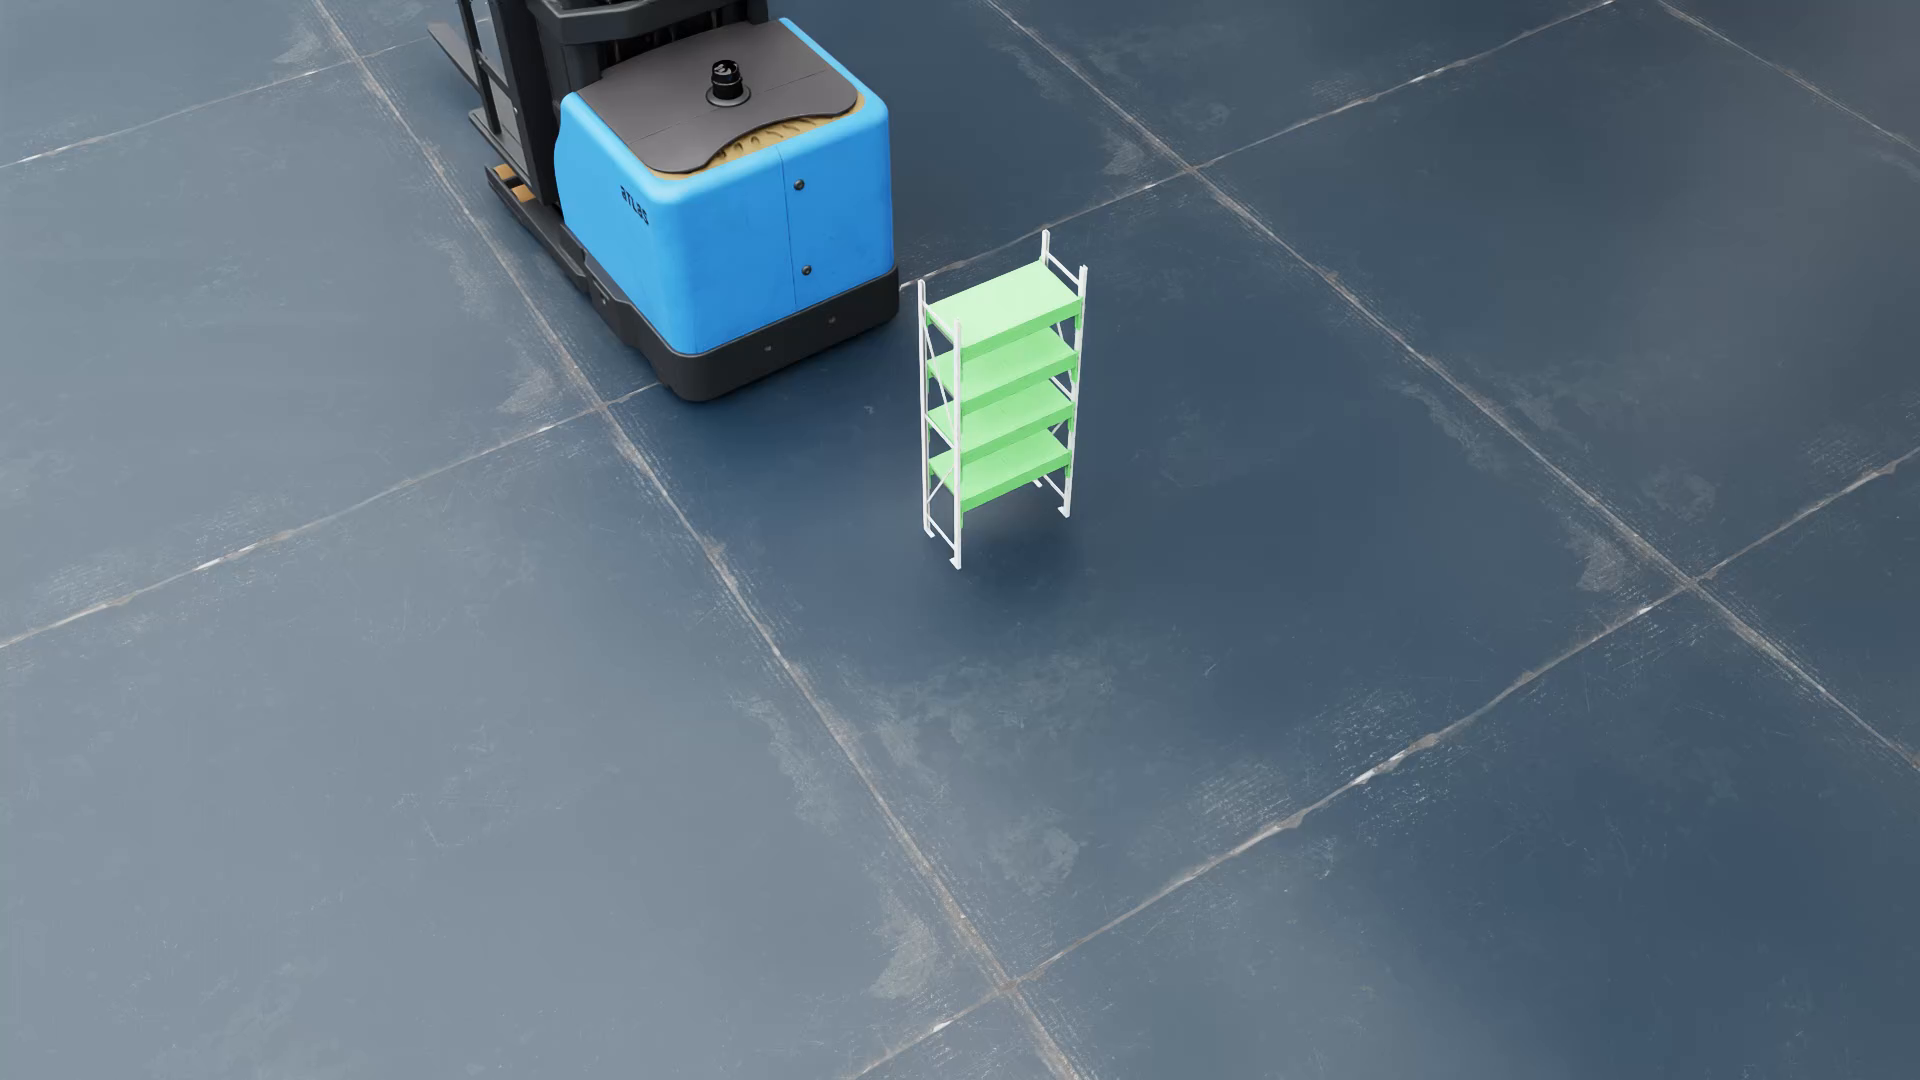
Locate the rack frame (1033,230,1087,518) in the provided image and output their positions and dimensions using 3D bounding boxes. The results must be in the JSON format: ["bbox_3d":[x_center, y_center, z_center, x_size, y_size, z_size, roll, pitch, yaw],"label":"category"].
[{"bbox_3d":[0.346,-0.562,5.947,0.015,1.200,0.240,-25,53,-21],"label":"rack frame"}]

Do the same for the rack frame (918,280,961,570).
[{"bbox_3d":[-0.066,-0.368,5.774,0.015,1.200,0.240,-25,53,-21],"label":"rack frame"}]

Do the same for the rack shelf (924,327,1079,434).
[{"bbox_3d":[0.140,-0.582,5.729,0.480,0.148,0.258,-25,53,-21],"label":"rack shelf"}]

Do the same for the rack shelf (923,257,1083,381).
[{"bbox_3d":[0.140,-0.742,5.550,0.480,0.148,0.258,-25,53,-21],"label":"rack shelf"}]

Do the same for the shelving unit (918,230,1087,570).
[{"bbox_3d":[0.140,-0.465,5.861,0.503,1.200,0.258,-25,53,-21],"label":"shelving unit"}]

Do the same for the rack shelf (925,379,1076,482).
[{"bbox_3d":[0.140,-0.422,5.908,0.480,0.148,0.258,-25,53,-21],"label":"rack shelf"}]

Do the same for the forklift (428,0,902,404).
[{"bbox_3d":[-1.496,-2.590,6.594,1.130,2.935,3.031,-27,54,-22],"label":"forklift"}]

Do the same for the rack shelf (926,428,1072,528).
[{"bbox_3d":[0.140,-0.263,6.088,0.480,0.148,0.258,-25,53,-21],"label":"rack shelf"}]
